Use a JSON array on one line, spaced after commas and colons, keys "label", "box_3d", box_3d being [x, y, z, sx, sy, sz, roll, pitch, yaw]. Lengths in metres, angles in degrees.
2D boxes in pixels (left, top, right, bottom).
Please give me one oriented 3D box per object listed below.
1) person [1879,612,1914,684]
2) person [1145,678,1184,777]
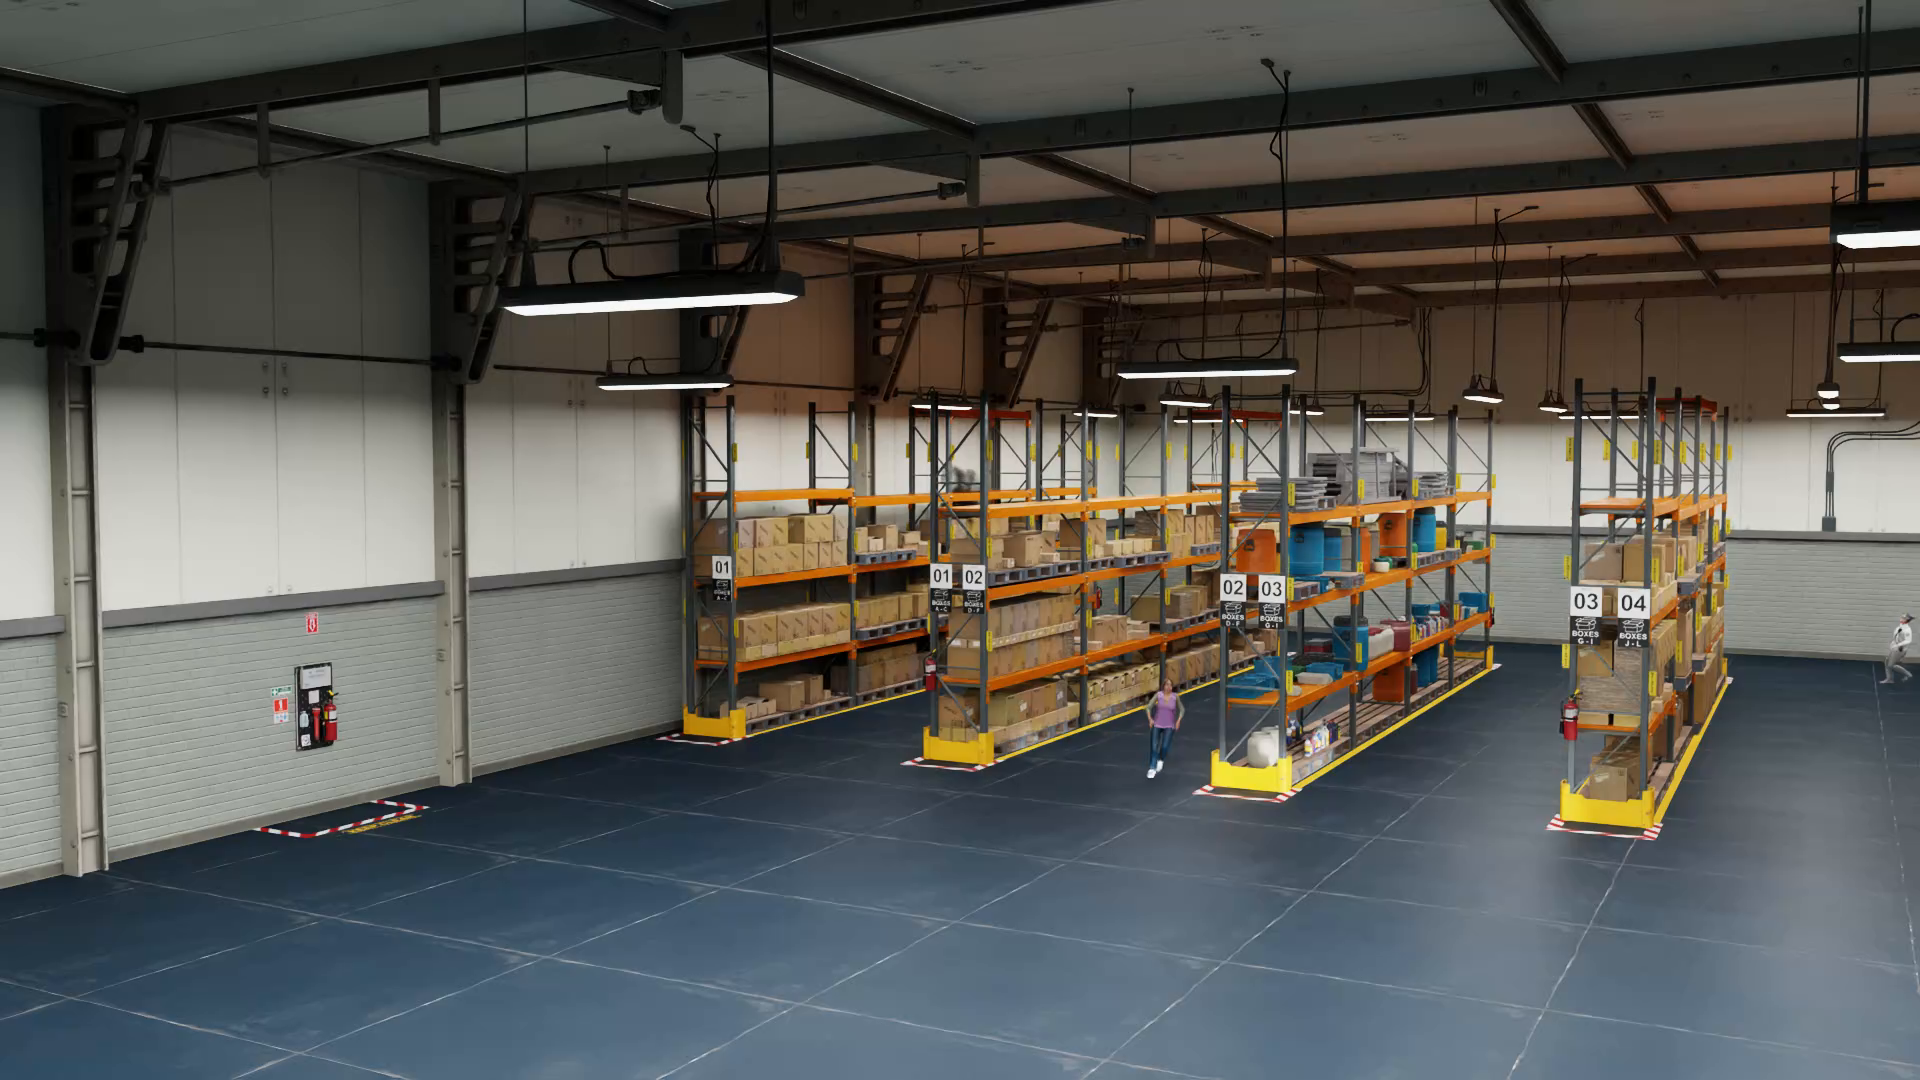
[{"label": "person", "box_3d": [20.105, 2.336, 35.665, 0.593, 1.624, 0.698, 1, 3, 21]}, {"label": "person", "box_3d": [3.140, 2.892, 25.581, 0.604, 1.548, 0.468, 1, 3, 10]}]
